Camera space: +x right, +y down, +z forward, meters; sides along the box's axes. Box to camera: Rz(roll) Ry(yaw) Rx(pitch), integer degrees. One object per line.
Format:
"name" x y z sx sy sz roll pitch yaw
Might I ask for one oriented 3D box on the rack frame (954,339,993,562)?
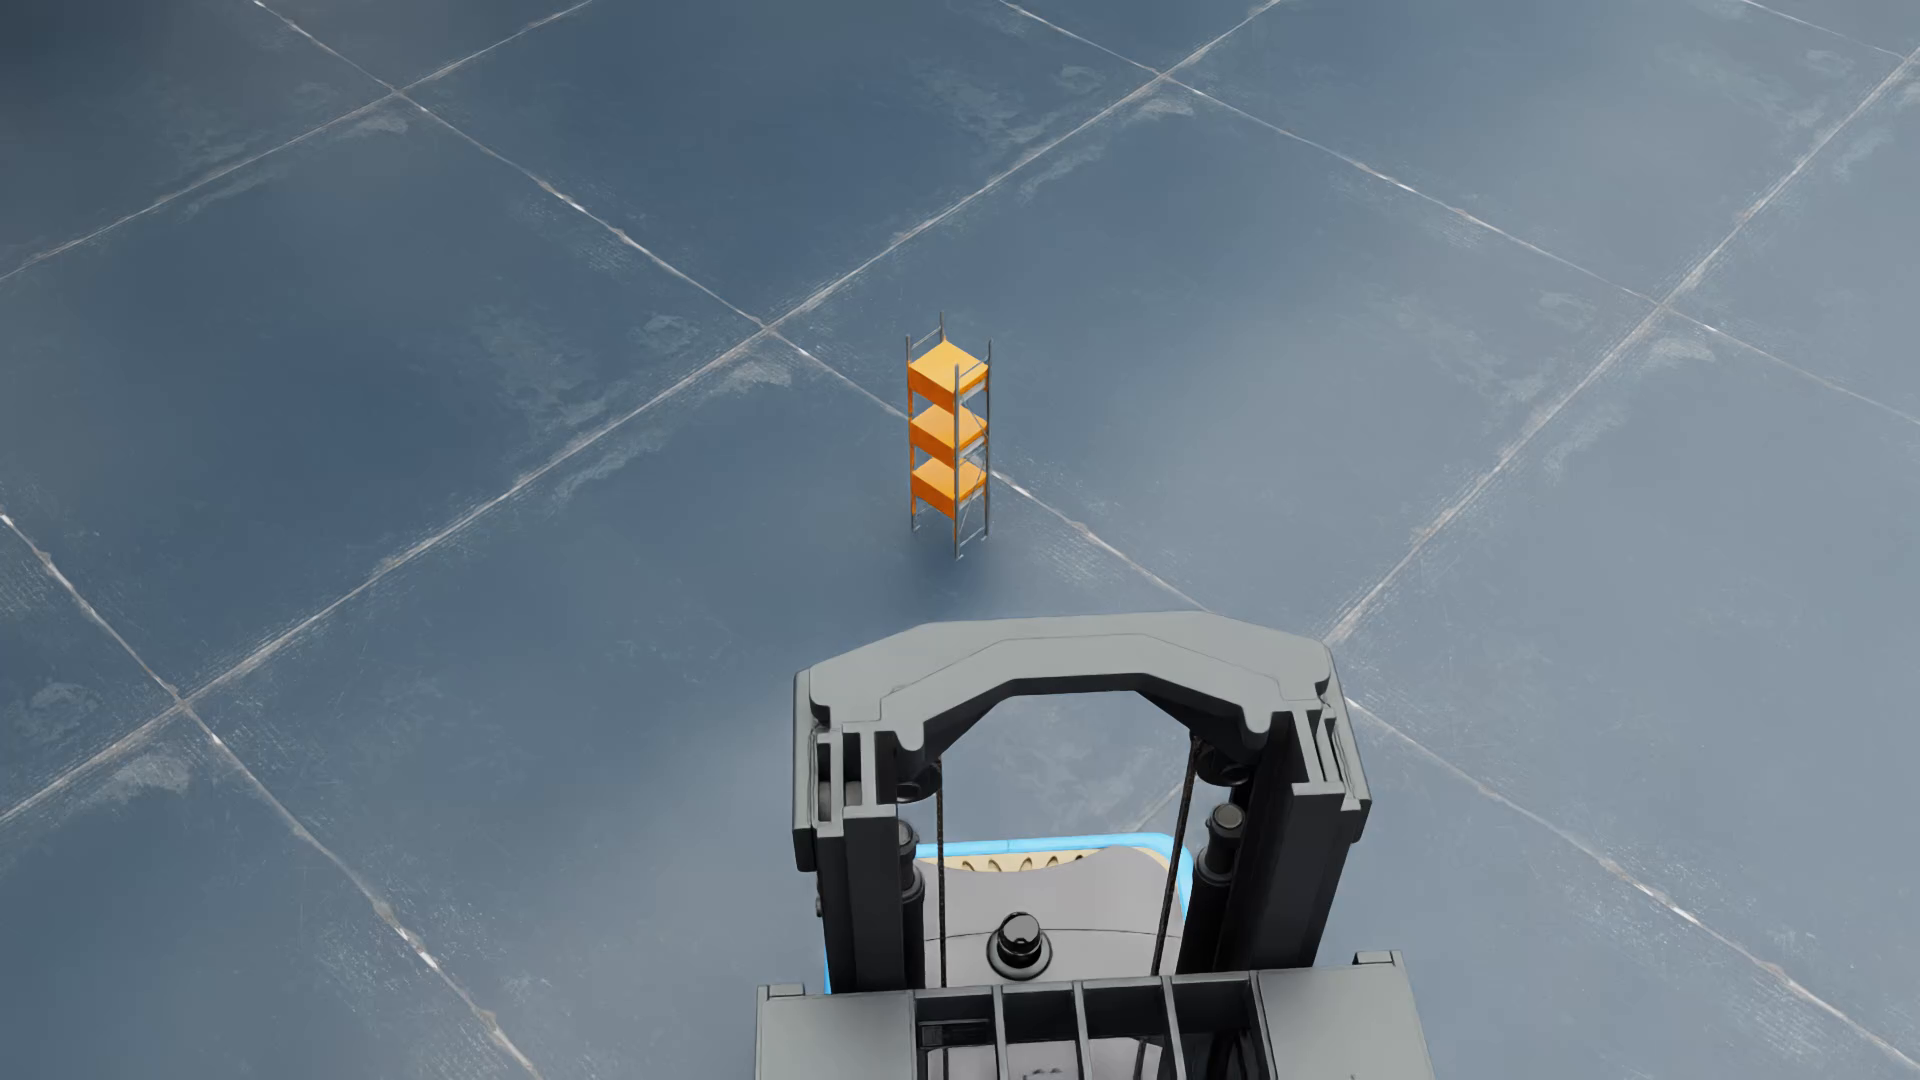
"rack frame" 0.050 -0.326 6.444 0.008 1.050 0.200 34 55 28

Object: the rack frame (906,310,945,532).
"rack frame" -0.129 -0.446 6.557 0.008 1.050 0.200 34 55 28

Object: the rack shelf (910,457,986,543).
"rack shelf" -0.039 -0.188 6.711 0.240 0.259 0.215 34 55 28

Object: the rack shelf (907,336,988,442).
"rack shelf" -0.039 -0.573 6.301 0.240 0.259 0.215 34 55 28

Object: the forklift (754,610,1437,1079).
"forklift" 0.222 1.638 3.310 1.130 2.935 3.031 -3 47 -2

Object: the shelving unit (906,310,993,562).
"shelving unit" -0.039 -0.386 6.501 0.252 1.050 0.215 34 55 28

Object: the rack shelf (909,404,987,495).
"rack shelf" -0.039 -0.379 6.508 0.240 0.259 0.215 34 55 28
